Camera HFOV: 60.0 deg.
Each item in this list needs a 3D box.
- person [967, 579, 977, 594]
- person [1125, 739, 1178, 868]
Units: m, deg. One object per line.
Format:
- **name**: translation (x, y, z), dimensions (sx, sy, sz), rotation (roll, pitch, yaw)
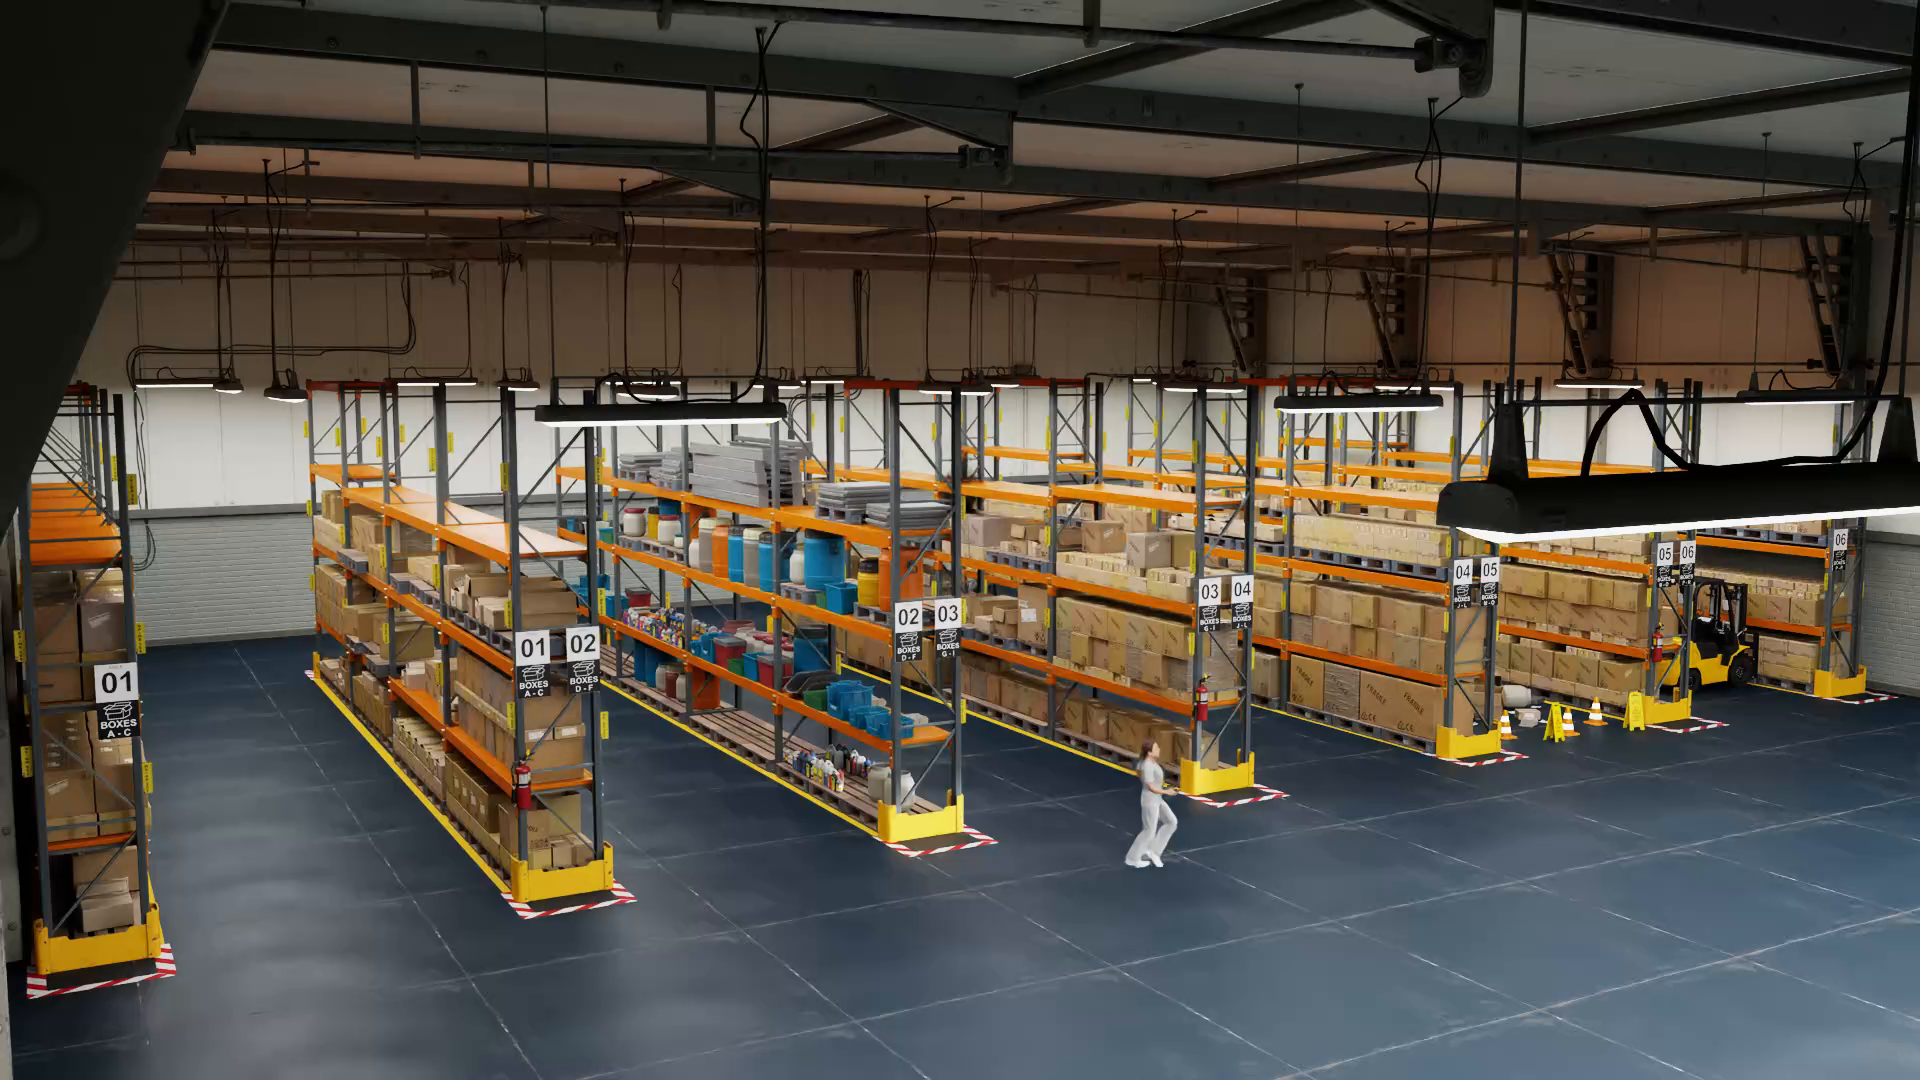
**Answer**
- **person**: translation (0.494, 0.983, 42.275), dimensions (0.685, 1.780, 0.762), rotation (1, 6, 12)
- **person**: translation (2.403, 3.302, 20.830), dimensions (0.652, 1.653, 0.571), rotation (1, 6, 10)
